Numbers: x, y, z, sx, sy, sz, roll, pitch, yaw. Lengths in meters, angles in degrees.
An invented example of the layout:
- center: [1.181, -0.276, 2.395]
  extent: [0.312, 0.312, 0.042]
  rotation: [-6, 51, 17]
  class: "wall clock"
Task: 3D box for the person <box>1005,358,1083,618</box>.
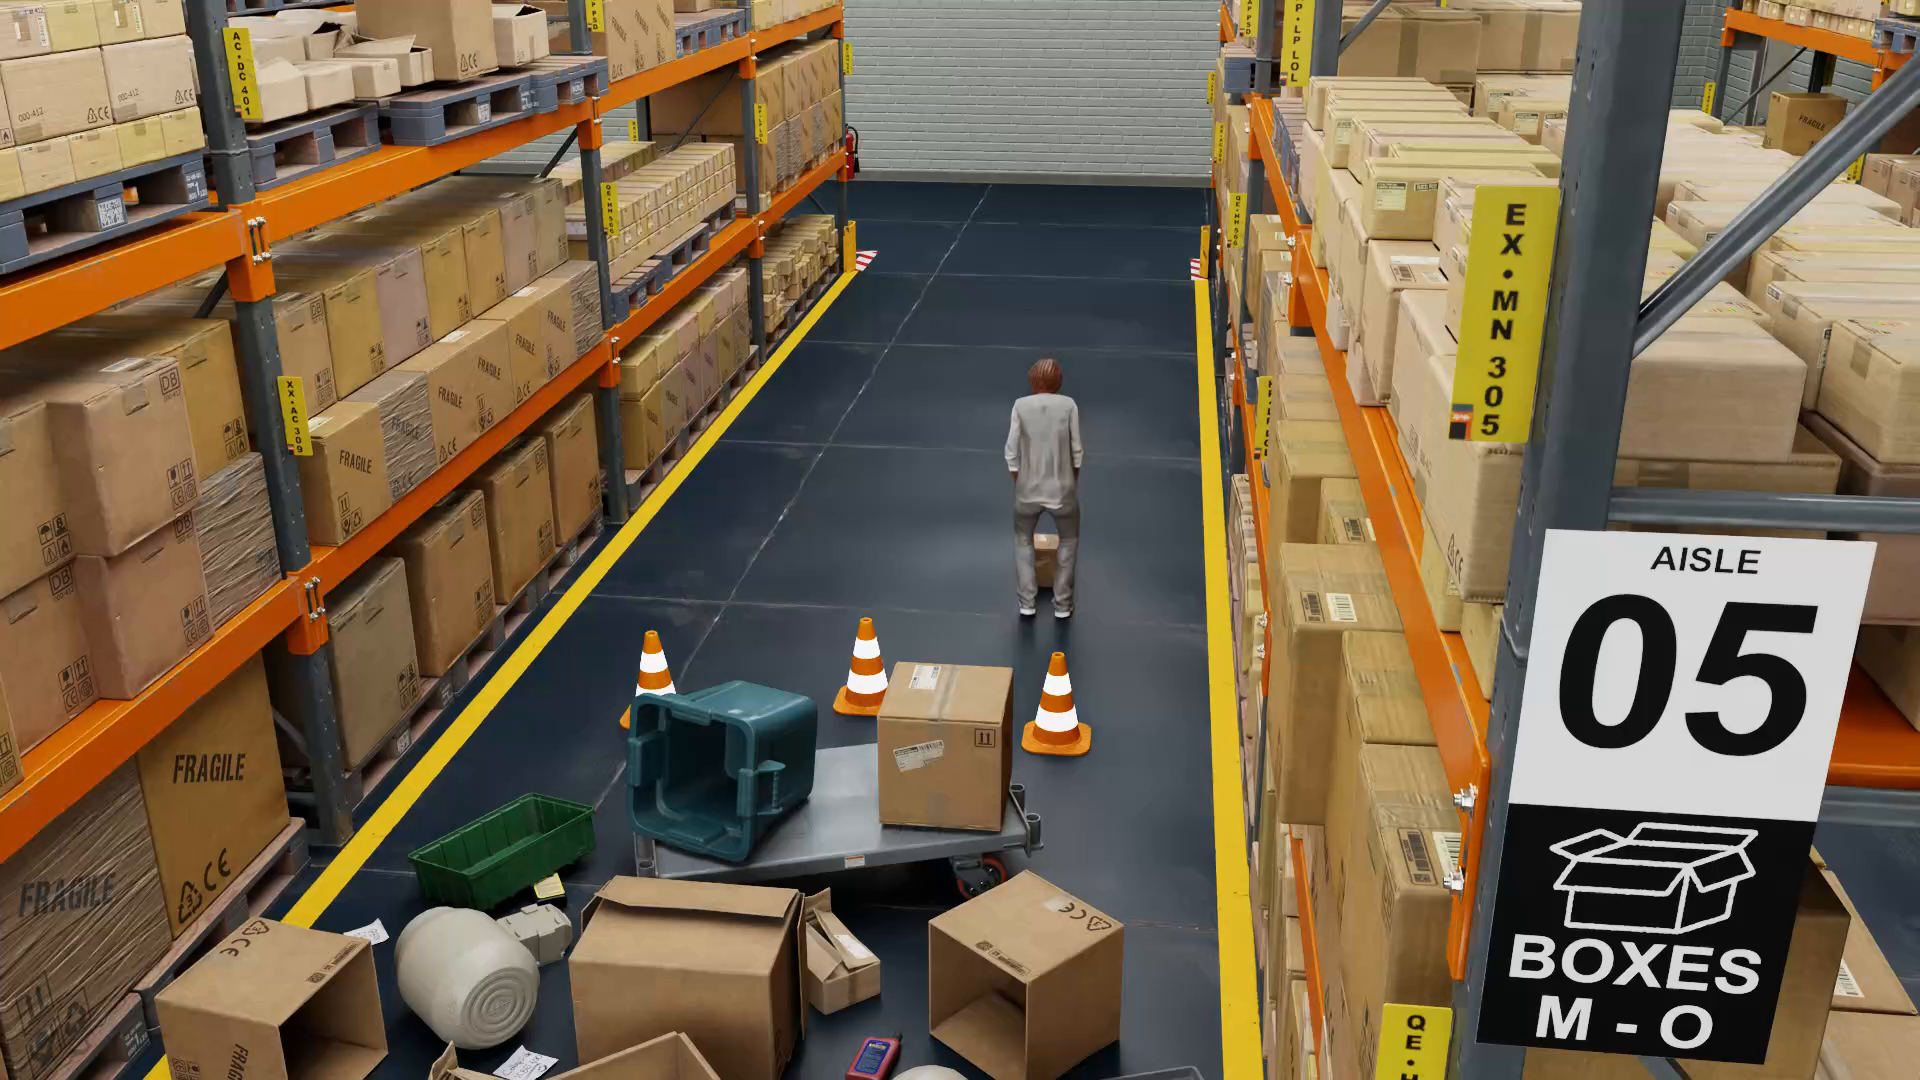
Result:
- center: [0.470, -0.270, 9.478]
  extent: [0.447, 1.466, 0.497]
  rotation: [3, 22, 7]
  class: "person"
